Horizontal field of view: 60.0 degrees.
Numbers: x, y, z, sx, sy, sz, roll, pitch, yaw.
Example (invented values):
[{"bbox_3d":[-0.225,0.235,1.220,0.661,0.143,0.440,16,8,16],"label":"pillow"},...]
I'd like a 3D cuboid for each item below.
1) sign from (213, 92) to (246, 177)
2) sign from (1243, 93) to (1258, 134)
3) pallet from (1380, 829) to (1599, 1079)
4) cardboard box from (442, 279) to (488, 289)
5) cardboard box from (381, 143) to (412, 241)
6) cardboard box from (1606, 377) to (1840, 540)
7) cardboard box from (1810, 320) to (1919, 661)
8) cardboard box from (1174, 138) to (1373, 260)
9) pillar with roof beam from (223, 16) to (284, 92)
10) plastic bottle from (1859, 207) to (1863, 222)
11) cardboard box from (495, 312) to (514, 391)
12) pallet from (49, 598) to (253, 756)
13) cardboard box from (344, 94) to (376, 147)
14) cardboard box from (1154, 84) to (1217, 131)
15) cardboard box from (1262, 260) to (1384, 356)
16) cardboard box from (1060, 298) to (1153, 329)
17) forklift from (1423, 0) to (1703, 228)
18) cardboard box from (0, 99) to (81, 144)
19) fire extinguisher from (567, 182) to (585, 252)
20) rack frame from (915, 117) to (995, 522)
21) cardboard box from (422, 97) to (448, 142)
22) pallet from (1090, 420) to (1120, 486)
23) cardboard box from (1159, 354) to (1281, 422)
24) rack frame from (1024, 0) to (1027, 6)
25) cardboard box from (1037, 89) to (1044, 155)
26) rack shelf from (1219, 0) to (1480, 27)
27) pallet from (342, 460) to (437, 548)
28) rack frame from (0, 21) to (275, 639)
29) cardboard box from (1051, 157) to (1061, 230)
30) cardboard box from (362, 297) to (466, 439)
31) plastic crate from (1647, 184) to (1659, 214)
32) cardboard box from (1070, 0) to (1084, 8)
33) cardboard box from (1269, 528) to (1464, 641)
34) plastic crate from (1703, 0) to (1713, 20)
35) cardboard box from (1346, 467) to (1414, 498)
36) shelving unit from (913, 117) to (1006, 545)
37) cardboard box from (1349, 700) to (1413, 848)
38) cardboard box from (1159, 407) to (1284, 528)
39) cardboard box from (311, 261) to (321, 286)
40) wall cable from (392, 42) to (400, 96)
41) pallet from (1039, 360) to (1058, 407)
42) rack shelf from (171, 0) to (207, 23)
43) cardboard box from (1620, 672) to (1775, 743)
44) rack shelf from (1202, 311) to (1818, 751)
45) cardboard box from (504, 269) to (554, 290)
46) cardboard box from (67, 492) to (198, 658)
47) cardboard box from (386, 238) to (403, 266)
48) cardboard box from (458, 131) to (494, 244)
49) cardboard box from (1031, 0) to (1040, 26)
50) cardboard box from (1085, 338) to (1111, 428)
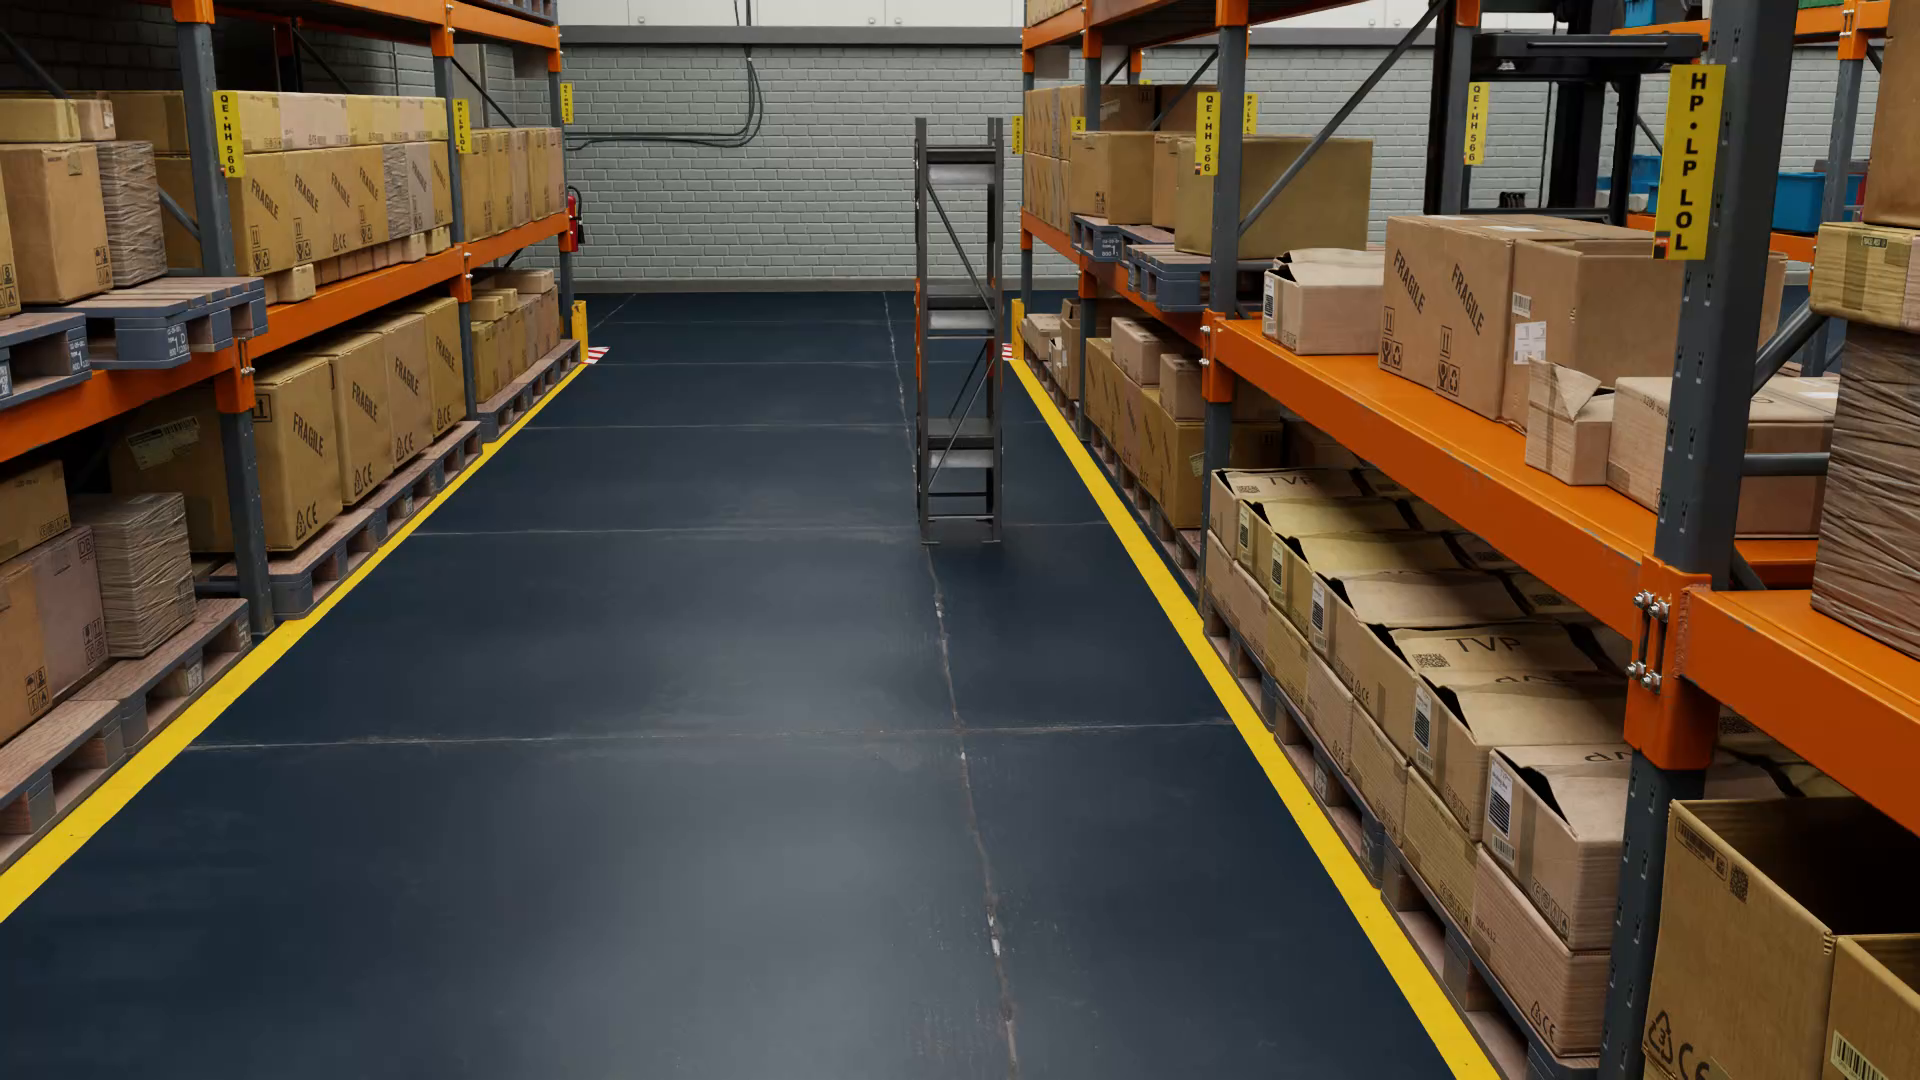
[{"bbox_3d":[-2.858,-1.584,6.498,0.100,0.325,0.005,-1,14,-3],"label":"sign"},{"bbox_3d":[1.850,-2.693,10.650,0.100,0.325,0.005,-1,14,-3],"label":"sign"},{"bbox_3d":[1.708,1.034,4.082,1.003,0.211,1.213,-1,14,-3],"label":"pallet"},{"bbox_3d":[-3.896,-1.951,12.962,0.380,0.149,0.250,-1,14,-3],"label":"cardboard box"},{"bbox_3d":[-3.303,-1.885,8.995,0.500,0.500,0.500,-1,14,-3],"label":"cardboard box"},{"bbox_3d":[1.718,-0.183,3.517,0.500,0.250,0.500,0,14,0],"label":"cardboard box"},{"bbox_3d":[1.826,-0.072,2.584,0.700,0.500,0.500,-1,14,-5],"label":"cardboard box"},{"bbox_3d":[1.393,-1.535,7.429,0.700,0.500,0.500,-6,16,-22],"label":"cardboard box"},{"bbox_3d":[-0.257,-5.178,10.592,9.100,9.000,0.400,-1,14,-3],"label":"pillar with roof beam"},{"bbox_3d":[5.838,-2.044,10.686,0.061,0.283,0.133,-1,14,-3],"label":"plastic bottle"},{"bbox_3d":[-3.619,-1.351,11.931,0.700,0.500,0.500,-1,14,-4],"label":"cardboard box"},{"bbox_3d":[-3.353,0.494,6.183,1.003,0.211,1.213,-1,14,-3],"label":"pallet"},{"bbox_3d":[-3.277,-2.118,8.395,0.500,0.250,0.500,-1,14,-5],"label":"cardboard box"},{"bbox_3d":[1.548,-2.777,11.093,0.500,0.500,0.500,-1,14,-2],"label":"cardboard box"},{"bbox_3d":[1.407,-0.860,6.026,0.500,0.311,0.500,-1,14,-4],"label":"cardboard box"},{"bbox_3d":[1.175,-1.594,12.830,0.797,0.503,0.637,-1,14,-3],"label":"cardboard box"},{"bbox_3d":[3.083,-1.583,8.796,1.130,2.935,3.031,-1,14,-3],"label":"forklift"},{"bbox_3d":[-3.314,-1.461,5.801,0.380,0.149,0.250,-3,15,-13],"label":"cardboard box"},{"bbox_3d":[-3.444,-2.867,14.553,0.296,0.674,0.183,-1,14,-3],"label":"fire extinguisher"},{"bbox_3d":[-0.025,-1.119,8.661,0.400,2.100,0.015,-1,14,-3],"label":"rack frame"},{"bbox_3d":[-3.363,-2.499,9.875,0.500,0.250,0.500,-1,14,-2],"label":"cardboard box"},{"bbox_3d":[1.385,-0.571,10.321,1.003,0.211,1.213,-1,14,-3],"label":"pallet"},{"bbox_3d":[1.244,-0.737,7.999,0.500,0.250,0.500,0,14,-1],"label":"cardboard box"},{"bbox_3d":[1.049,-6.023,13.877,1.000,3.000,0.127,-1,14,-3],"label":"rack frame"},{"bbox_3d":[0.879,-3.282,13.054,0.500,0.500,0.500,-1,14,-3],"label":"cardboard box"},{"bbox_3d":[1.668,-1.735,4.674,1.077,0.370,4.000,-1,14,-3],"label":"rack shelf"},{"bbox_3d":[-3.446,-0.200,8.881,1.003,0.211,1.213,-1,14,-3],"label":"pallet"},{"bbox_3d":[-3.400,-1.051,6.591,1.000,3.000,0.127,-1,14,-3],"label":"rack frame"},{"bbox_3d":[0.942,-2.548,12.208,0.500,0.500,0.500,-1,14,-2],"label":"cardboard box"},{"bbox_3d":[-3.477,-1.048,10.052,0.750,0.750,0.750,-1,14,-3],"label":"cardboard box"},{"bbox_3d":[5.761,-2.747,13.400,0.416,0.233,0.300,-1,14,-3],"label":"plastic crate"},{"bbox_3d":[1.001,-3.620,10.857,0.500,0.250,0.500,-1,14,-3],"label":"cardboard box"},{"bbox_3d":[1.354,0.121,5.588,0.500,0.311,0.500,-1,14,-5],"label":"cardboard box"},{"bbox_3d":[5.822,-4.033,12.398,0.437,0.282,0.530,-1,14,-3],"label":"plastic crate"},{"bbox_3d":[1.823,-0.145,6.620,0.500,0.311,0.500,-1,14,-2],"label":"cardboard box"},{"bbox_3d":[-0.010,-1.058,8.425,0.431,2.100,0.503,-1,14,-3],"label":"shelving unit"},{"bbox_3d":[1.416,0.643,4.682,0.500,0.250,0.500,-1,14,-2],"label":"cardboard box"},{"bbox_3d":[1.252,-0.360,8.038,0.500,0.500,0.500,0,14,-1],"label":"cardboard box"},{"bbox_3d":[-3.291,-1.280,7.944,0.380,0.149,0.250,-1,14,-2],"label":"cardboard box"},{"bbox_3d":[-4.919,-3.836,15.378,0.084,1.984,1.851,-1,14,-3],"label":"wall cable"},{"bbox_3d":[1.176,-1.247,12.951,1.003,0.211,1.213,-1,14,-3],"label":"pallet"},{"bbox_3d":[-3.276,-1.658,4.373,1.077,0.370,4.000,-1,14,-3],"label":"rack shelf"},{"bbox_3d":[1.989,0.492,4.144,0.500,0.311,0.500,-1,14,-4],"label":"cardboard box"},{"bbox_3d":[1.668,-0.282,5.048,1.077,0.370,4.000,-1,14,-3],"label":"rack shelf"},{"bbox_3d":[-3.562,-2.146,13.718,0.380,0.149,0.250,-1,14,-4],"label":"cardboard box"},{"bbox_3d":[-3.303,0.125,6.154,0.700,0.500,0.500,-1,14,-3],"label":"cardboard box"},{"bbox_3d":[-3.310,-1.600,9.188,0.380,0.149,0.250,-1,14,-3],"label":"cardboard box"},{"bbox_3d":[-3.665,-2.326,10.945,0.980,0.700,0.700,-1,14,-3],"label":"cardboard box"},{"bbox_3d":[0.845,-4.242,13.273,0.500,0.250,0.500,-1,14,-3],"label":"cardboard box"},{"bbox_3d":[1.083,-1.001,10.532,0.500,0.500,0.500,-2,15,-6],"label":"cardboard box"}]
